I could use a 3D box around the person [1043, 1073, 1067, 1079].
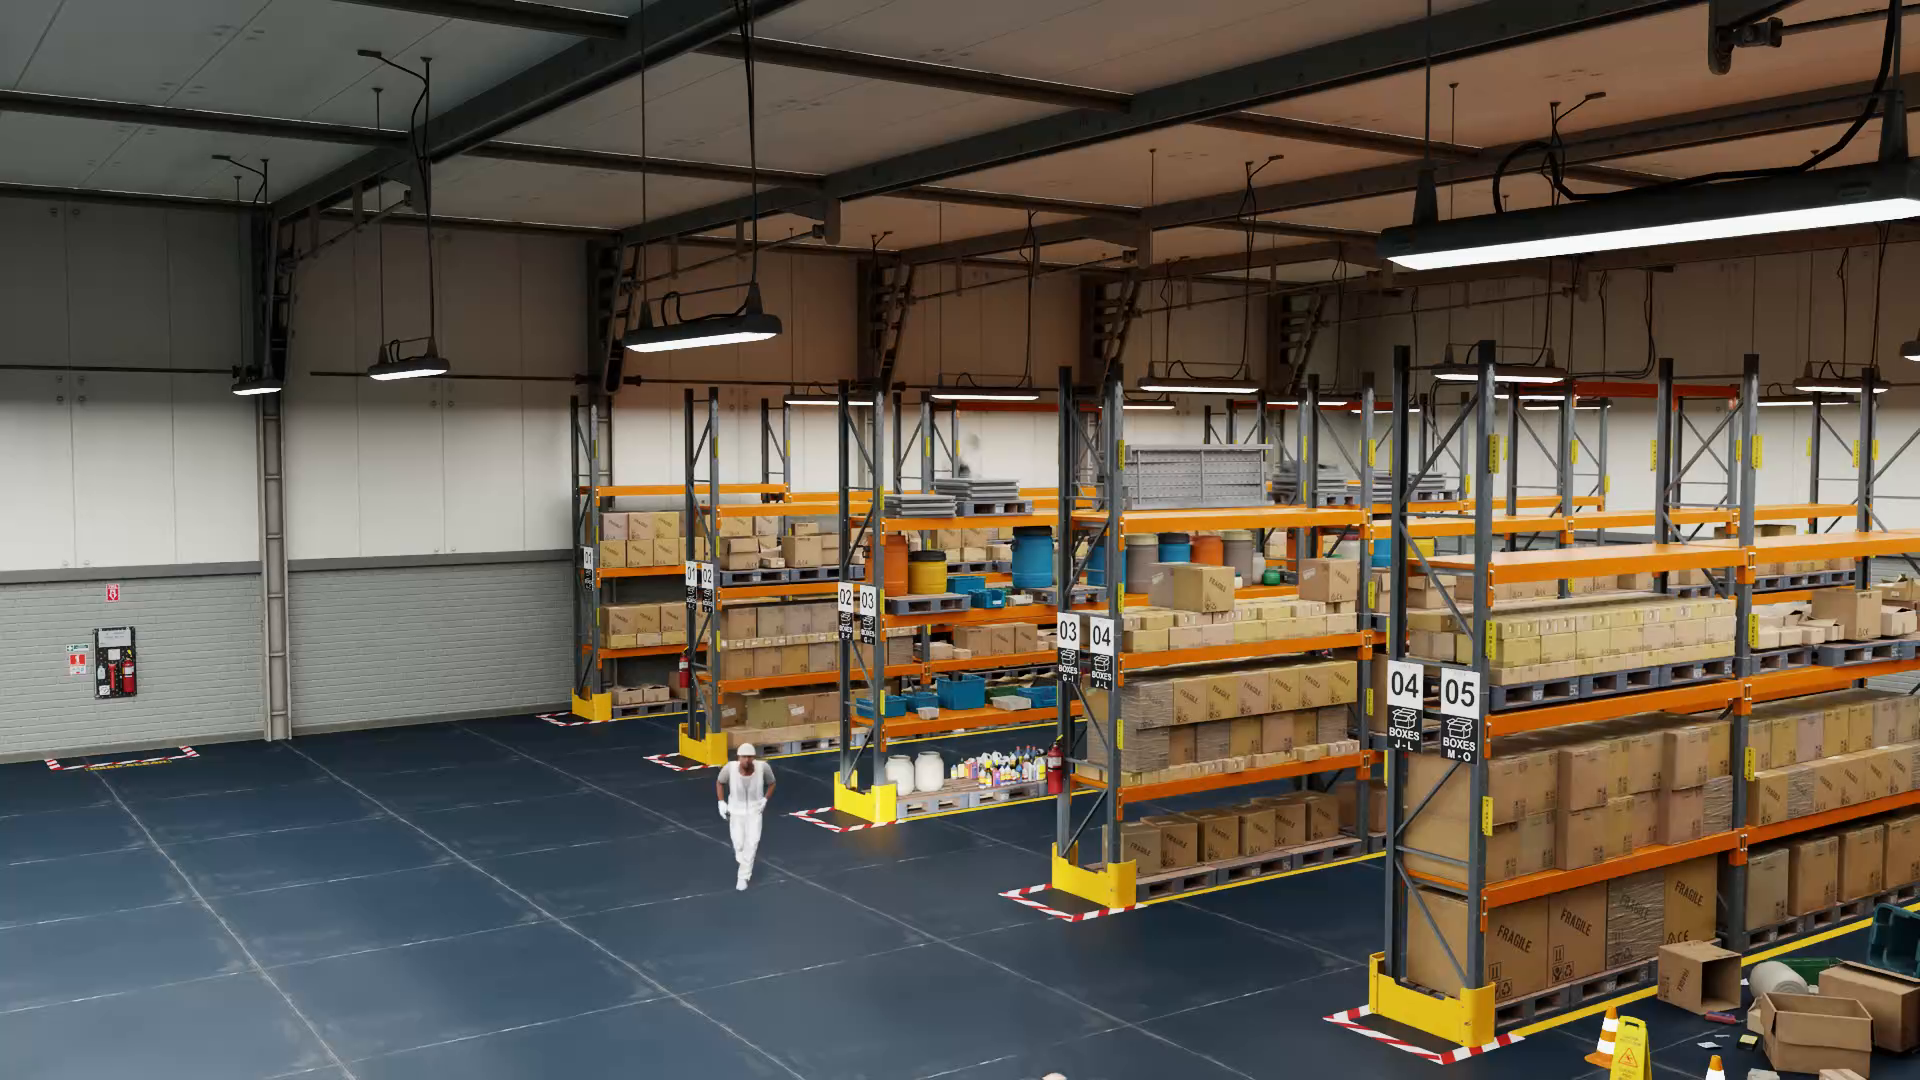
[{"bbox_3d":[0.507,3.736,8.974,0.724,1.763,0.867,1,3,8],"label":"person"}]

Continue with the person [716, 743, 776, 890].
[{"bbox_3d":[-2.479,3.170,19.301,0.679,1.718,0.776,-1,4,-13],"label":"person"}]

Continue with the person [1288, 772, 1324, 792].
[{"bbox_3d":[4.834,2.946,23.193,0.674,1.657,0.548,-3,4,-38],"label":"person"}]
